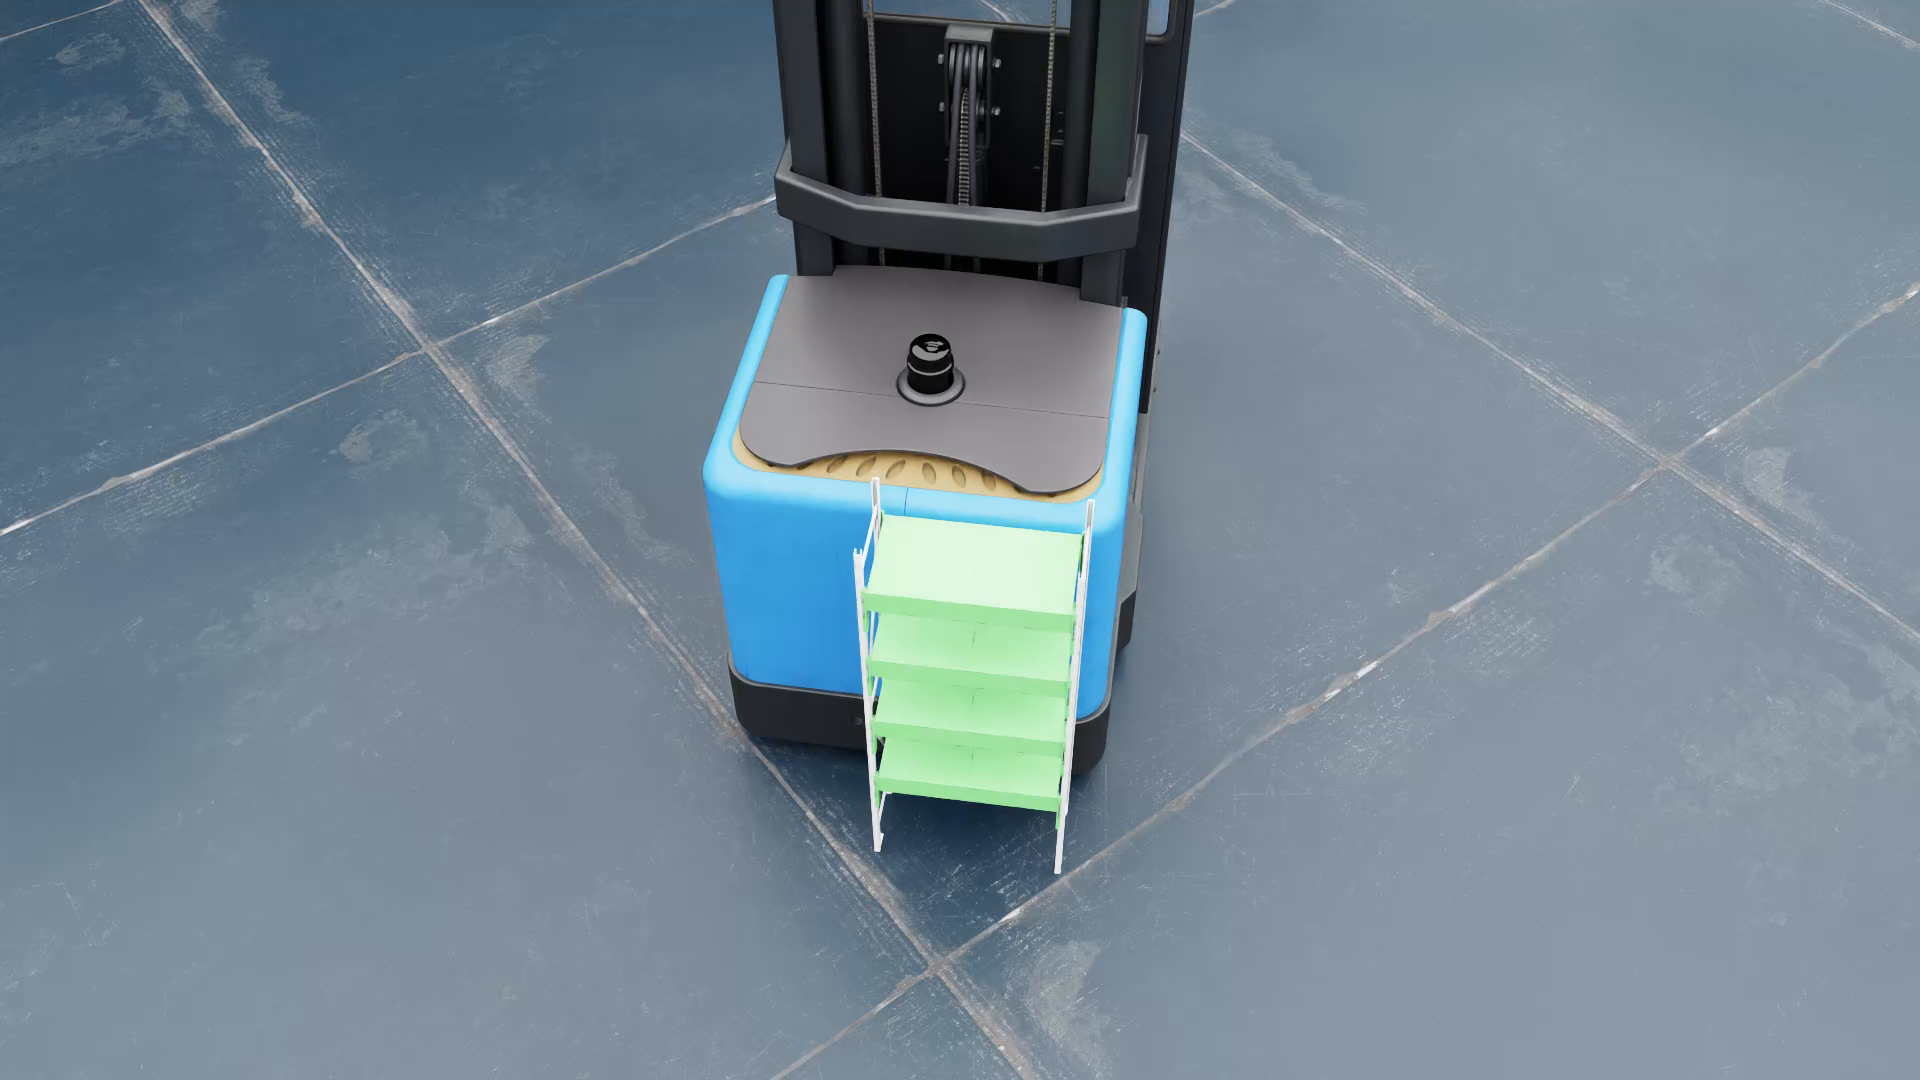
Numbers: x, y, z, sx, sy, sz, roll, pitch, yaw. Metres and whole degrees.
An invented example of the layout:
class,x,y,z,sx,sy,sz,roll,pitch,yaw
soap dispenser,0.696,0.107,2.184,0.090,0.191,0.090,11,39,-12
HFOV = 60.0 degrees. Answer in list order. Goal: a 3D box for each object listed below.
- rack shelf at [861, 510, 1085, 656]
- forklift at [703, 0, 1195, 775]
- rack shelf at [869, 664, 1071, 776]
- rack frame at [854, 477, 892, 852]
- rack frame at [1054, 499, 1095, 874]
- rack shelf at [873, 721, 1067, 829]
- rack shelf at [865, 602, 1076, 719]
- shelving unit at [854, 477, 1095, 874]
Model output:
class,x,y,z,sx,sy,sz,roll,pitch,yaw
rack shelf,0.035,0.096,3.792,0.480,0.148,0.258,6,48,5
forklift,0.094,-1.446,4.583,1.130,2.935,3.031,6,48,6
rack shelf,0.035,0.418,4.147,0.480,0.148,0.258,6,48,5
rack frame,-0.207,0.350,4.123,0.015,1.200,0.240,6,48,5
rack frame,0.276,0.400,4.077,0.015,1.200,0.240,6,48,5
rack shelf,0.035,0.579,4.325,0.480,0.148,0.258,6,48,5
rack shelf,0.035,0.257,3.970,0.480,0.148,0.258,6,48,5
shelving unit,0.035,0.375,4.100,0.503,1.200,0.258,6,48,5
